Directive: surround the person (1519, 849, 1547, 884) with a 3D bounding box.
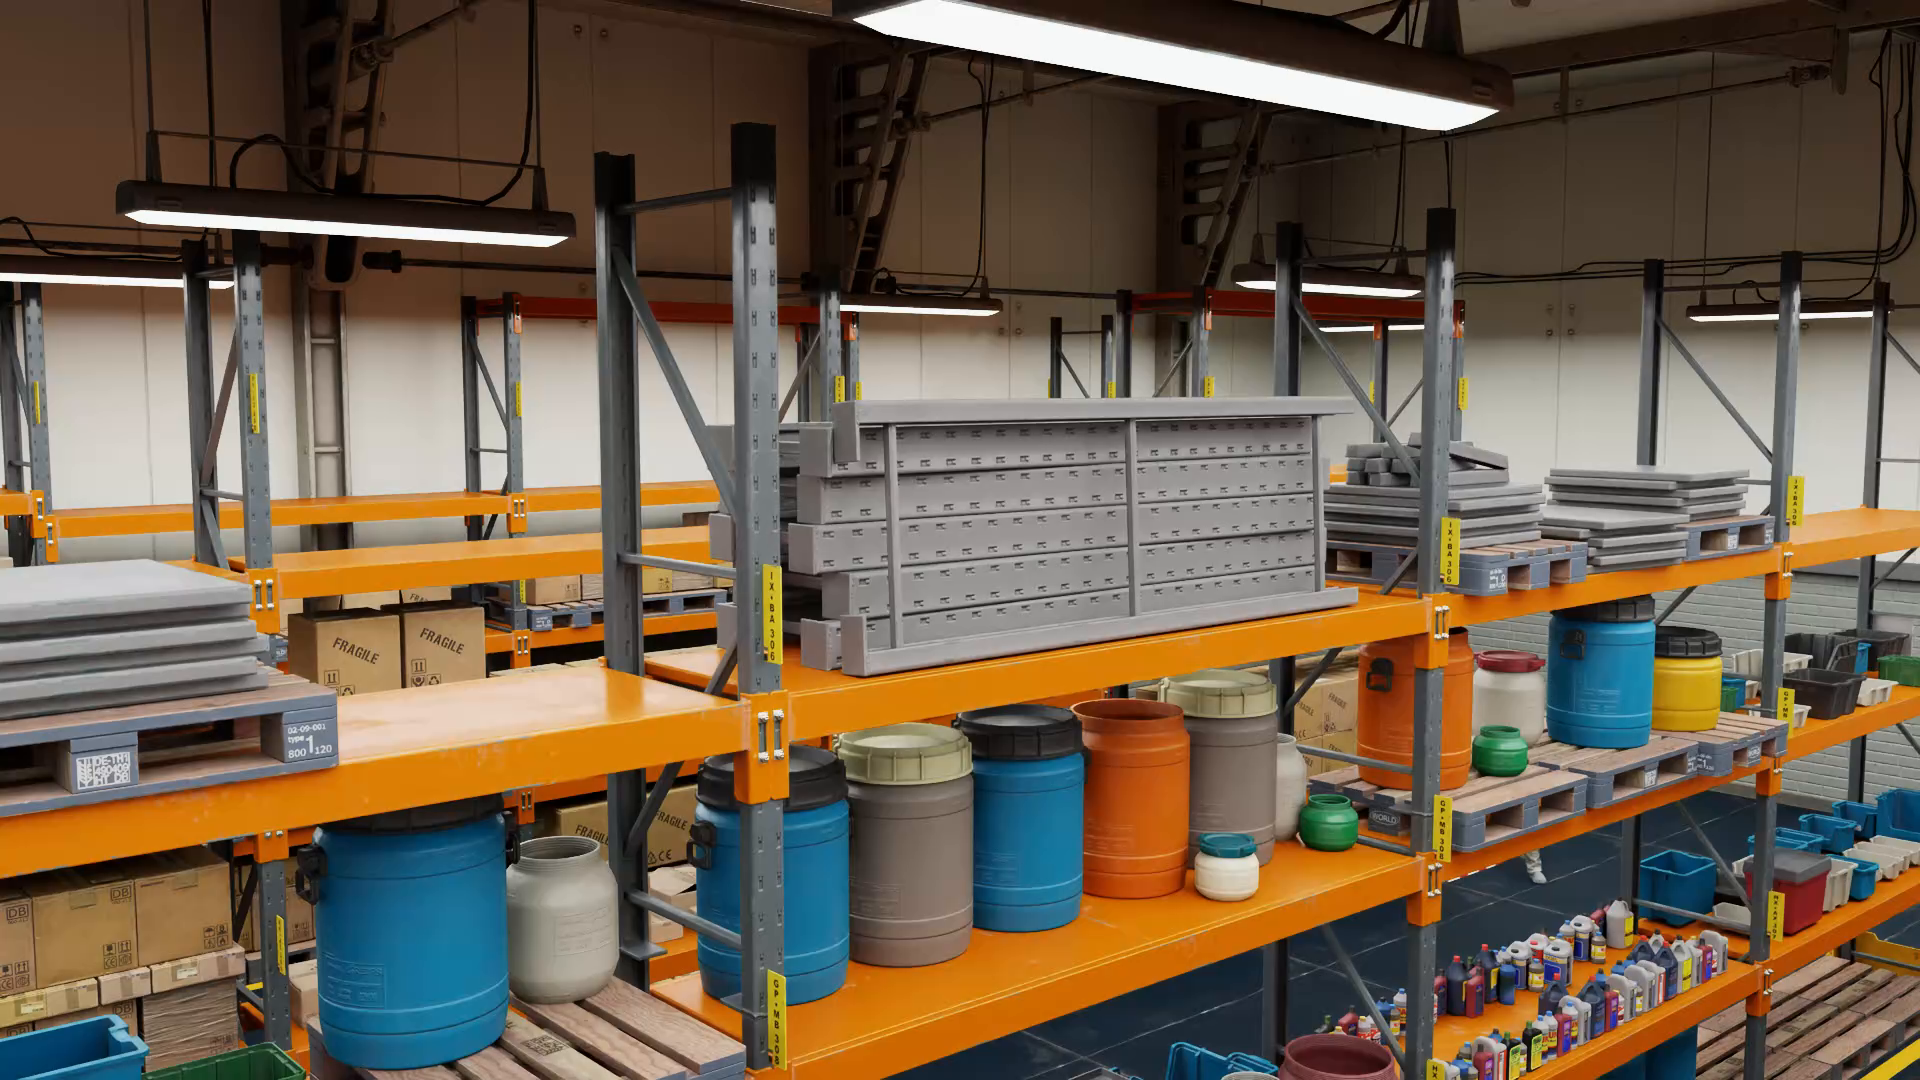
[{"bbox_3d":[5.992,2.655,17.406,0.723,1.753,0.731,-1,5,-7],"label":"person"}]
